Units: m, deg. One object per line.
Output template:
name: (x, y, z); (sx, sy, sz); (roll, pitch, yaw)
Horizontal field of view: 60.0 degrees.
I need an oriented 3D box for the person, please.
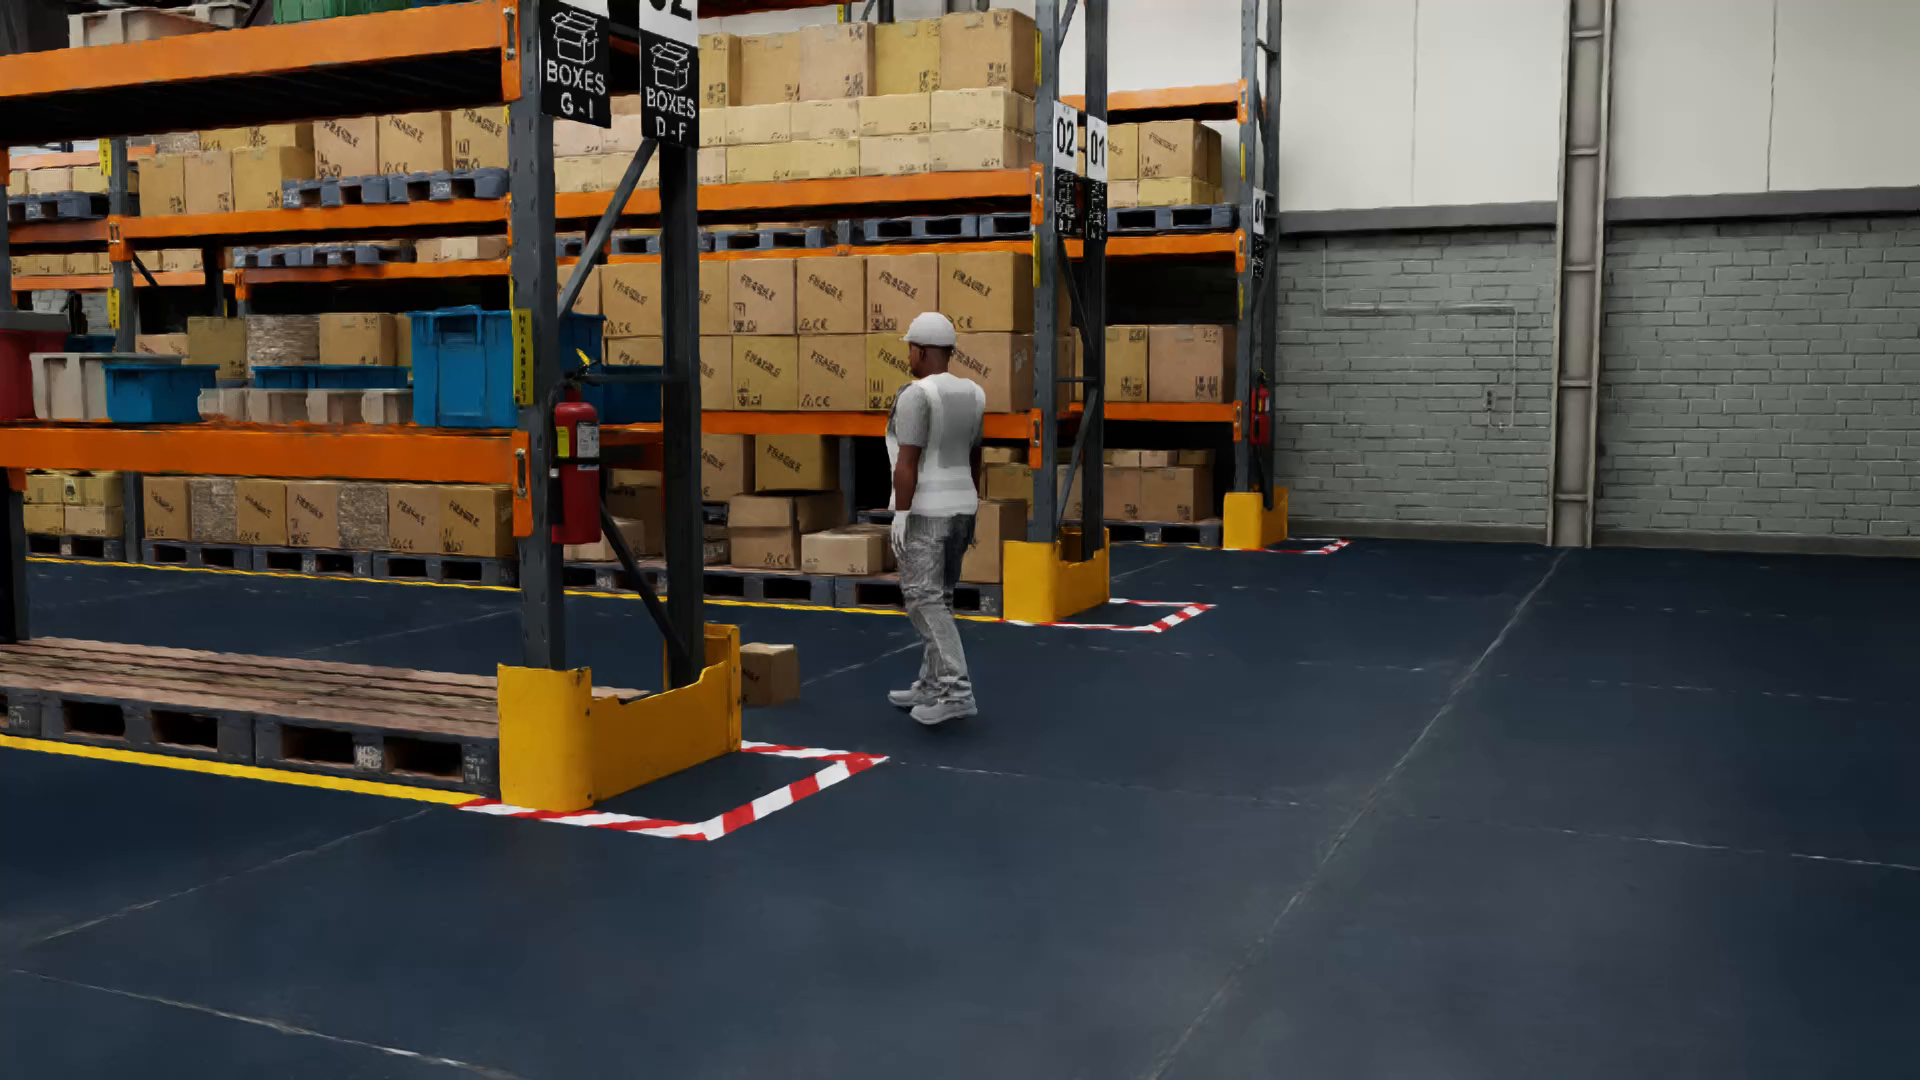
person: (-0.128, -0.103, 7.328); (0.654, 1.790, 0.566); (4, 7, 35)
